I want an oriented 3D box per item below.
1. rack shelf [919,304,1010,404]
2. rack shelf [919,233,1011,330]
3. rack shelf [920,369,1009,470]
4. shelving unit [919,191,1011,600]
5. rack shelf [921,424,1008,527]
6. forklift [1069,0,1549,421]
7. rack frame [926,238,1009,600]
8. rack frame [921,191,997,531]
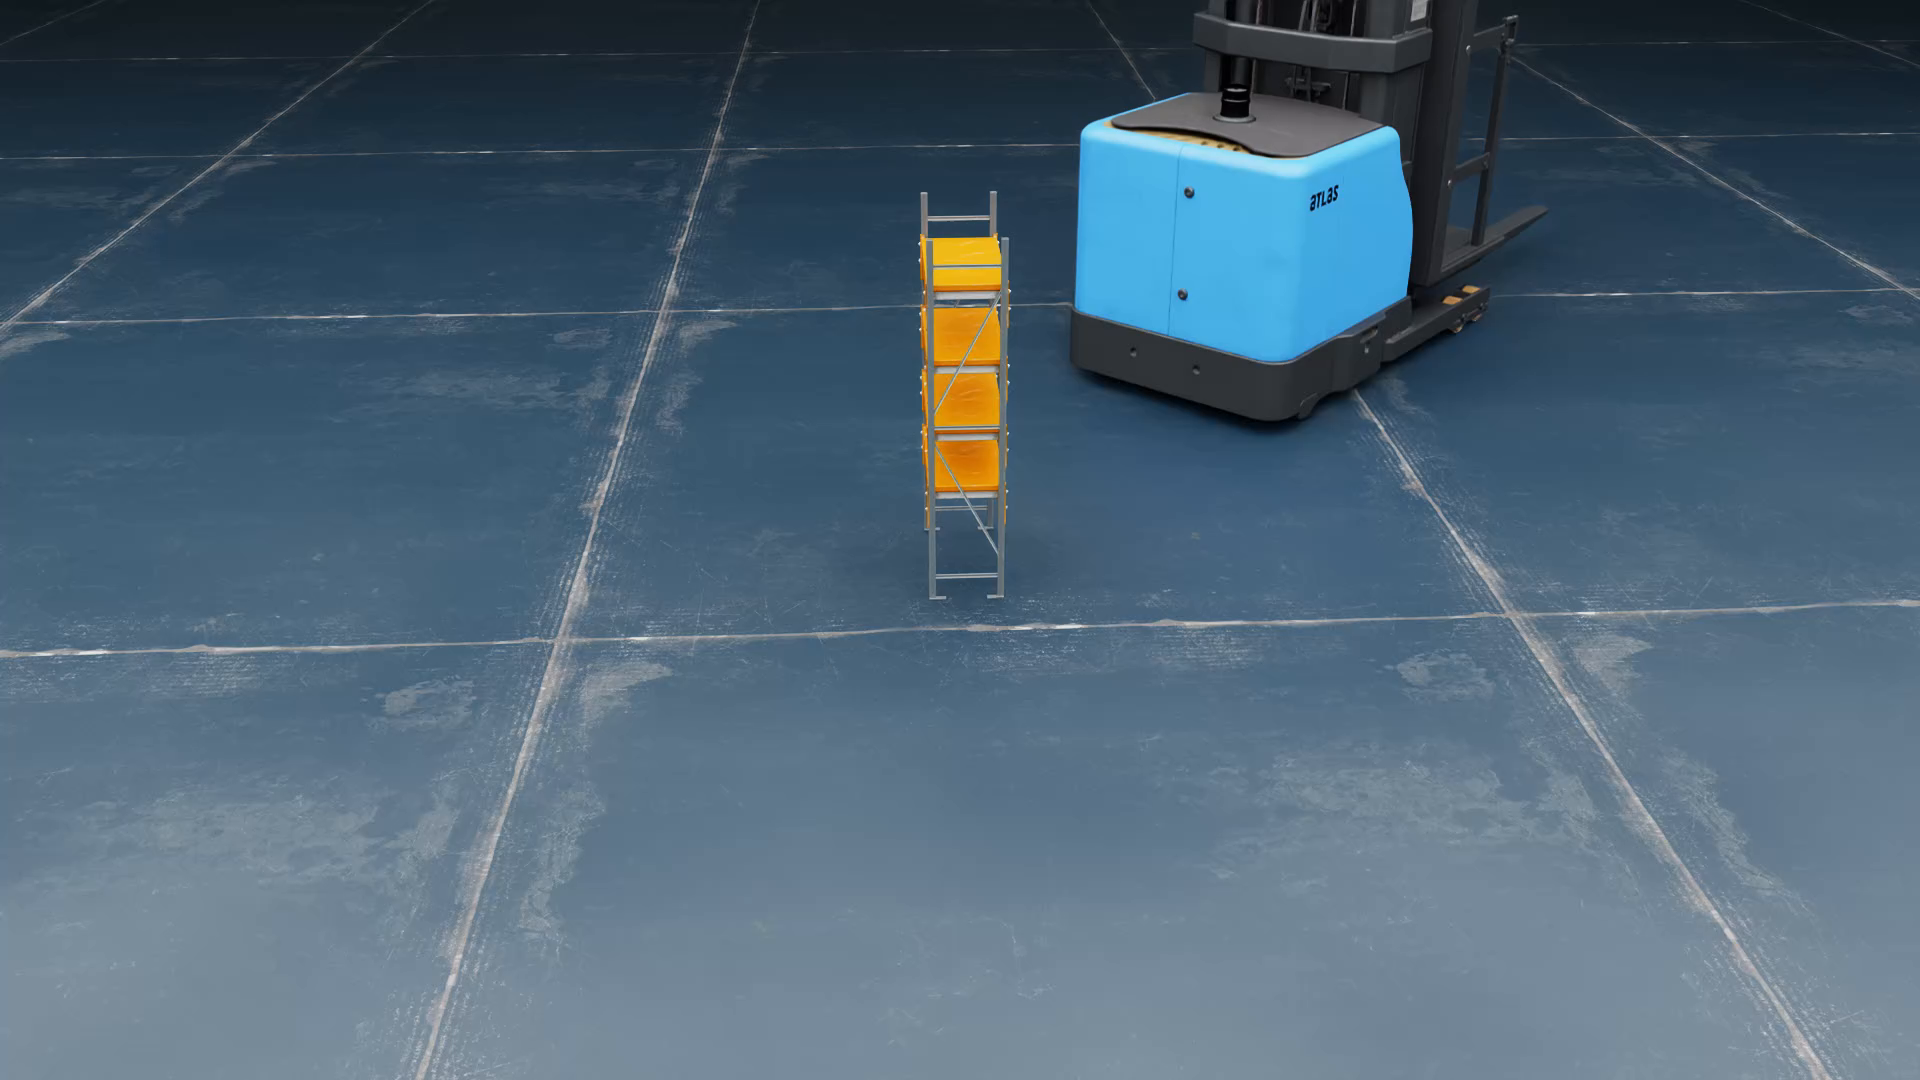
[{"bbox_3d":[0.009,-0.594,5.254,0.258,0.148,0.480,-1,28,-3],"label":"rack shelf"},{"bbox_3d":[0.009,-0.804,5.144,0.258,0.148,0.480,-1,28,-3],"label":"rack shelf"},{"bbox_3d":[0.009,-0.396,5.357,0.258,0.148,0.480,-1,28,-3],"label":"rack shelf"},{"bbox_3d":[0.009,-0.456,5.326,0.258,1.200,0.503,-1,28,-3],"label":"shelving unit"},{"bbox_3d":[0.009,-0.220,5.449,0.258,0.148,0.480,-1,28,-3],"label":"rack shelf"},{"bbox_3d":[1.795,-2.371,7.126,1.130,2.935,3.031,21,34,35],"label":"forklift"},{"bbox_3d":[0.021,-0.343,5.110,0.240,1.200,0.015,-1,28,-3],"label":"rack frame"},{"bbox_3d":[-0.004,-0.568,5.542,0.240,1.200,0.015,-1,28,-3],"label":"rack frame"}]
